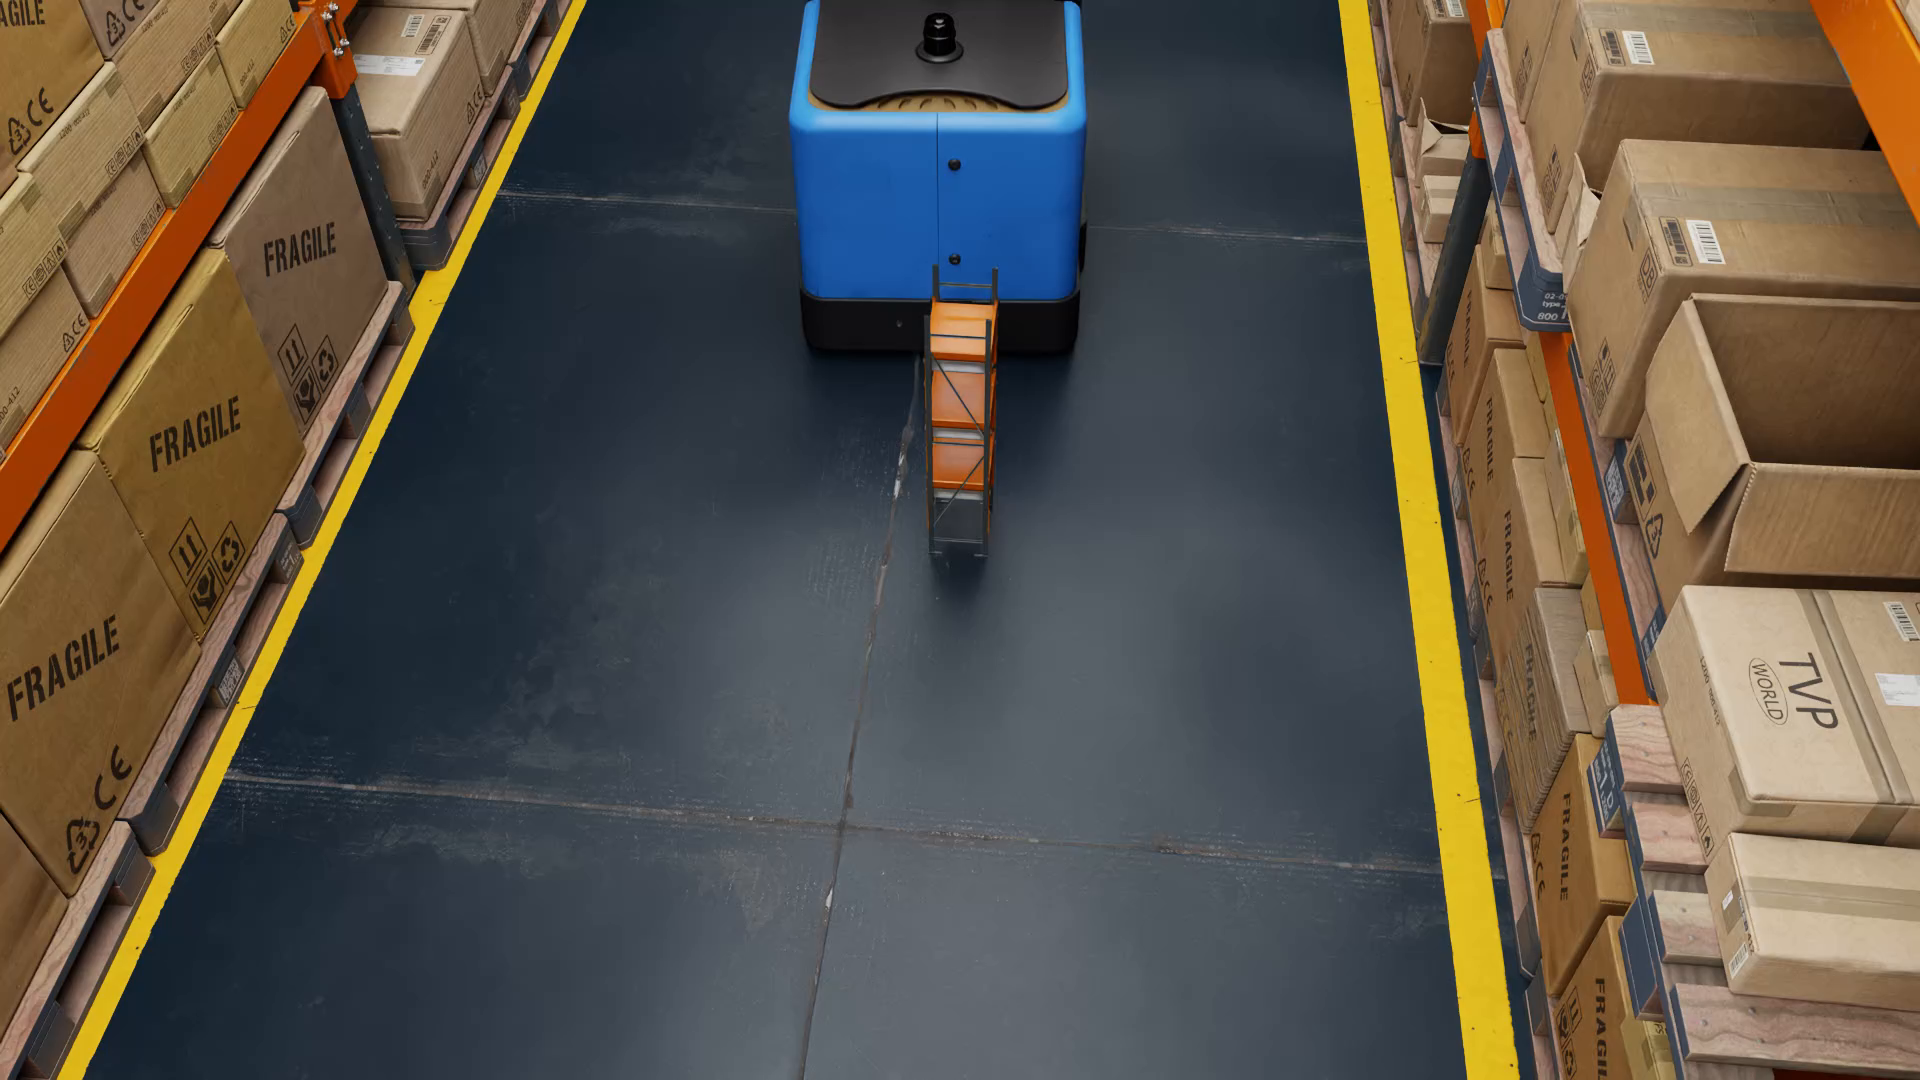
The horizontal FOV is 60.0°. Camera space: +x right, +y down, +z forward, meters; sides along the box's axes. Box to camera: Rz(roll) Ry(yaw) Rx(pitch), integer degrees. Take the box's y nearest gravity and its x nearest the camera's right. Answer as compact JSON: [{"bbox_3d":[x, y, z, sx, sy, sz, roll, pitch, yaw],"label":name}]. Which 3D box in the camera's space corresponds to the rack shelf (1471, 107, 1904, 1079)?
[{"bbox_3d":[2.076,0.022,4.184,1.077,0.370,4.000,4,48,4],"label":"rack shelf"}]

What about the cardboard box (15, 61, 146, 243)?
[{"bbox_3d":[-2.562,-1.050,4.440,0.500,0.250,0.500,5,48,4],"label":"cardboard box"}]

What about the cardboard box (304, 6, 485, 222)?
[{"bbox_3d":[-2.521,-1.752,6.772,0.875,0.438,0.875,3,48,3],"label":"cardboard box"}]

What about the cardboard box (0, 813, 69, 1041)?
[{"bbox_3d":[-2.903,0.992,3.966,0.875,0.875,0.875,3,48,3],"label":"cardboard box"}]

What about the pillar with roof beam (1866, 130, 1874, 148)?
[{"bbox_3d":[-1.067,-4.455,3.727,9.100,9.000,0.400,4,48,4],"label":"pillar with roof beam"}]

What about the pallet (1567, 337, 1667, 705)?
[{"bbox_3d":[2.067,-0.115,3.953,1.003,0.211,1.213,4,48,4],"label":"pallet"}]

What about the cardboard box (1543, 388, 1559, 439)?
[{"bbox_3d":[1.989,-0.361,5.017,0.380,0.149,0.250,3,48,3],"label":"cardboard box"}]

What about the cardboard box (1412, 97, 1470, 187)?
[{"bbox_3d":[2.050,-1.600,6.749,0.396,0.266,0.258,5,48,5],"label":"cardboard box"}]

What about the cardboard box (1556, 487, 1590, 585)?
[{"bbox_3d":[1.905,0.002,4.685,0.380,0.149,0.250,5,48,5],"label":"cardboard box"}]

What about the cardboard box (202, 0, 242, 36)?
[{"bbox_3d":[-2.483,-1.799,5.125,0.500,0.250,0.500,4,48,3],"label":"cardboard box"}]

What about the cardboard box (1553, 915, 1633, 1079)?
[{"bbox_3d":[1.775,1.259,3.975,0.500,0.500,0.500,3,48,3],"label":"cardboard box"}]

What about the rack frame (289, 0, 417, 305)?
[{"bbox_3d":[-2.685,-2.021,5.566,1.000,3.000,0.127,4,48,4],"label":"rack frame"}]

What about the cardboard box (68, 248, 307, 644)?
[{"bbox_3d":[-2.736,-0.320,5.166,0.875,0.875,0.875,5,48,5],"label":"cardboard box"}]

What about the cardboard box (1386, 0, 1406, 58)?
[{"bbox_3d":[2.209,-2.477,7.392,0.500,0.500,0.500,5,48,4],"label":"cardboard box"}]

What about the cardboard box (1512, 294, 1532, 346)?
[{"bbox_3d":[2.013,-0.753,5.375,0.380,0.149,0.250,3,48,2],"label":"cardboard box"}]

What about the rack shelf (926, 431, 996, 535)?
[{"bbox_3d":[0.005,-0.199,5.611,0.215,0.259,0.240,4,48,4],"label":"rack shelf"}]

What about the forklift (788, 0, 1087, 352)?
[{"bbox_3d":[-0.055,-2.776,6.303,1.130,2.935,3.031,1,48,1],"label":"forklift"}]

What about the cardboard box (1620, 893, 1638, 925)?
[{"bbox_3d":[1.749,0.959,3.810,0.380,0.149,0.250,2,48,2],"label":"cardboard box"}]

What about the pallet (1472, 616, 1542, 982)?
[{"bbox_3d":[2.114,0.750,4.921,1.003,0.211,1.213,4,48,4],"label":"pallet"}]

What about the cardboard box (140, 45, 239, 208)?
[{"bbox_3d":[-2.522,-1.250,4.962,0.500,0.250,0.500,3,48,3],"label":"cardboard box"}]

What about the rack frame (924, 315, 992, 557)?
[{"bbox_3d":[-0.006,-0.304,5.317,0.200,1.050,0.008,4,48,4],"label":"rack frame"}]

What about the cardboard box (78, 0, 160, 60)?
[{"bbox_3d":[-2.515,-1.666,4.496,0.500,0.500,0.500,5,48,4],"label":"cardboard box"}]

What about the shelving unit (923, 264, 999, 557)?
[{"bbox_3d":[0.005,-0.394,5.399,0.215,1.050,0.252,4,48,4],"label":"shelving unit"}]

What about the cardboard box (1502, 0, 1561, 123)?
[{"bbox_3d":[1.992,-1.525,4.760,0.700,0.500,0.500,5,48,5],"label":"cardboard box"}]

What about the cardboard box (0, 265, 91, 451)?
[{"bbox_3d":[-2.630,-0.500,4.276,0.500,0.250,0.500,4,48,4],"label":"cardboard box"}]

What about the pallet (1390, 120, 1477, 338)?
[{"bbox_3d":[2.322,-1.253,6.753,1.003,0.211,1.213,4,48,4],"label":"pallet"}]

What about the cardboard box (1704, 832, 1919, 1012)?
[{"bbox_3d":[1.572,0.684,2.977,0.380,0.149,0.250,5,48,4],"label":"cardboard box"}]

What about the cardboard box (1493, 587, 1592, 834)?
[{"bbox_3d":[1.849,0.491,4.677,0.500,0.500,0.500,2,48,2],"label":"cardboard box"}]

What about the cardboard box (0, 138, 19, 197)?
[{"bbox_3d":[-2.613,-0.914,3.808,0.500,0.500,0.500,5,48,4],"label":"cardboard box"}]

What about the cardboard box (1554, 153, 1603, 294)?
[{"bbox_3d":[1.750,-0.791,4.247,0.396,0.266,0.258,6,48,5],"label":"cardboard box"}]

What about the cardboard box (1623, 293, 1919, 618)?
[{"bbox_3d":[1.859,-0.139,3.490,0.797,0.503,0.637,3,48,3],"label":"cardboard box"}]

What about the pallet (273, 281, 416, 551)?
[{"bbox_3d":[-2.680,-0.508,6.071,1.003,0.211,1.213,4,48,4],"label":"pallet"}]

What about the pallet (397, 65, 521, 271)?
[{"bbox_3d":[-2.537,-1.633,7.101,1.003,0.211,1.213,4,48,4],"label":"pallet"}]

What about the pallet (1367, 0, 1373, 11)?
[{"bbox_3d":[2.545,-3.046,8.393,1.003,0.211,1.213,4,48,4],"label":"pallet"}]

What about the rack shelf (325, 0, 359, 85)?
[{"bbox_3d":[-2.502,-3.248,7.175,1.077,0.370,4.000,4,48,4],"label":"rack shelf"}]

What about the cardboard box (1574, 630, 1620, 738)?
[{"bbox_3d":[1.836,0.380,4.340,0.380,0.149,0.250,2,48,2],"label":"cardboard box"}]

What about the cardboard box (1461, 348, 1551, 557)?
[{"bbox_3d":[1.952,-0.256,5.361,0.500,0.500,0.500,3,48,3],"label":"cardboard box"}]

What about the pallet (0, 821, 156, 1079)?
[{"bbox_3d":[-2.902,1.285,4.432,1.003,0.211,1.213,4,48,4],"label":"pallet"}]
